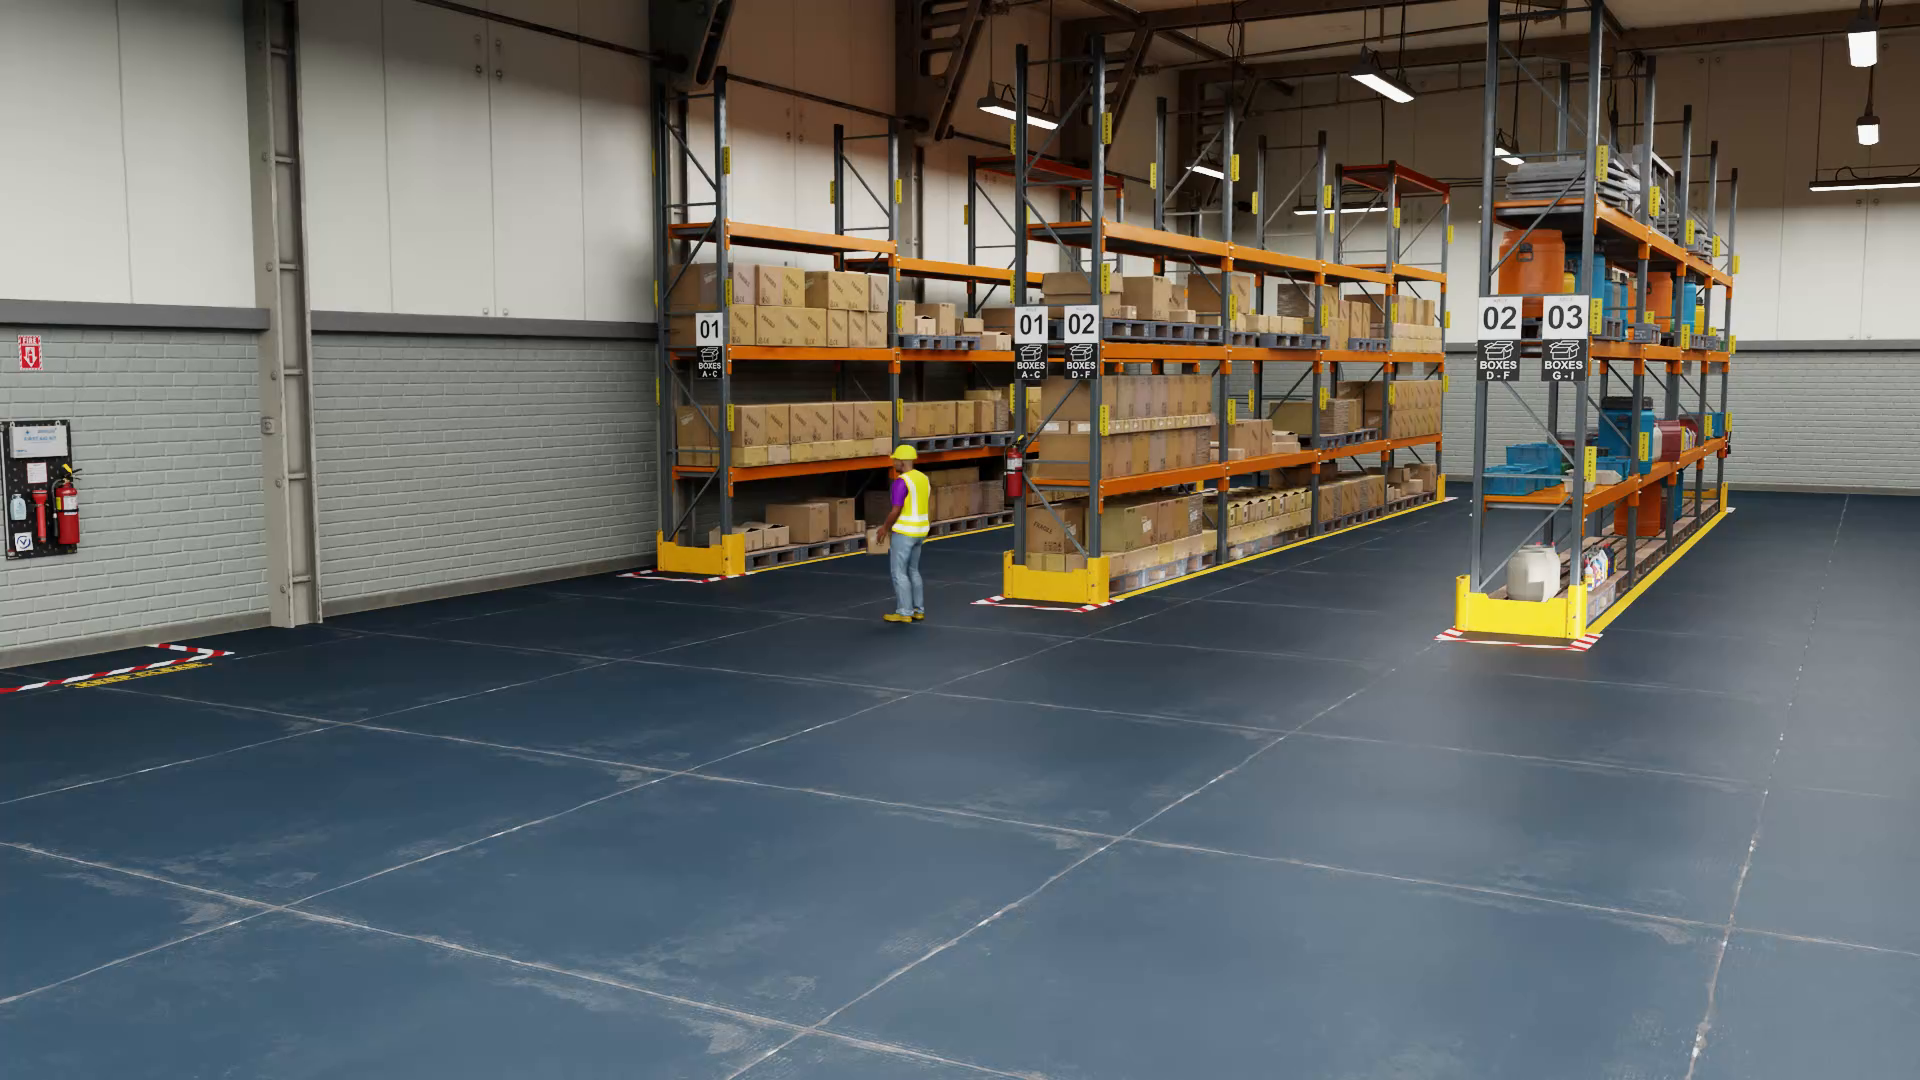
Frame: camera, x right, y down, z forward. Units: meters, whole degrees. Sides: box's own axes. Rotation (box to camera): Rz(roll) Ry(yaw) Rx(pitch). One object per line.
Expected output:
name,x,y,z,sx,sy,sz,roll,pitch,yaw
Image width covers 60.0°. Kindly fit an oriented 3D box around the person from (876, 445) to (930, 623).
person,-0.560,-0.069,16.698,0.470,1.766,0.572,3,7,28
